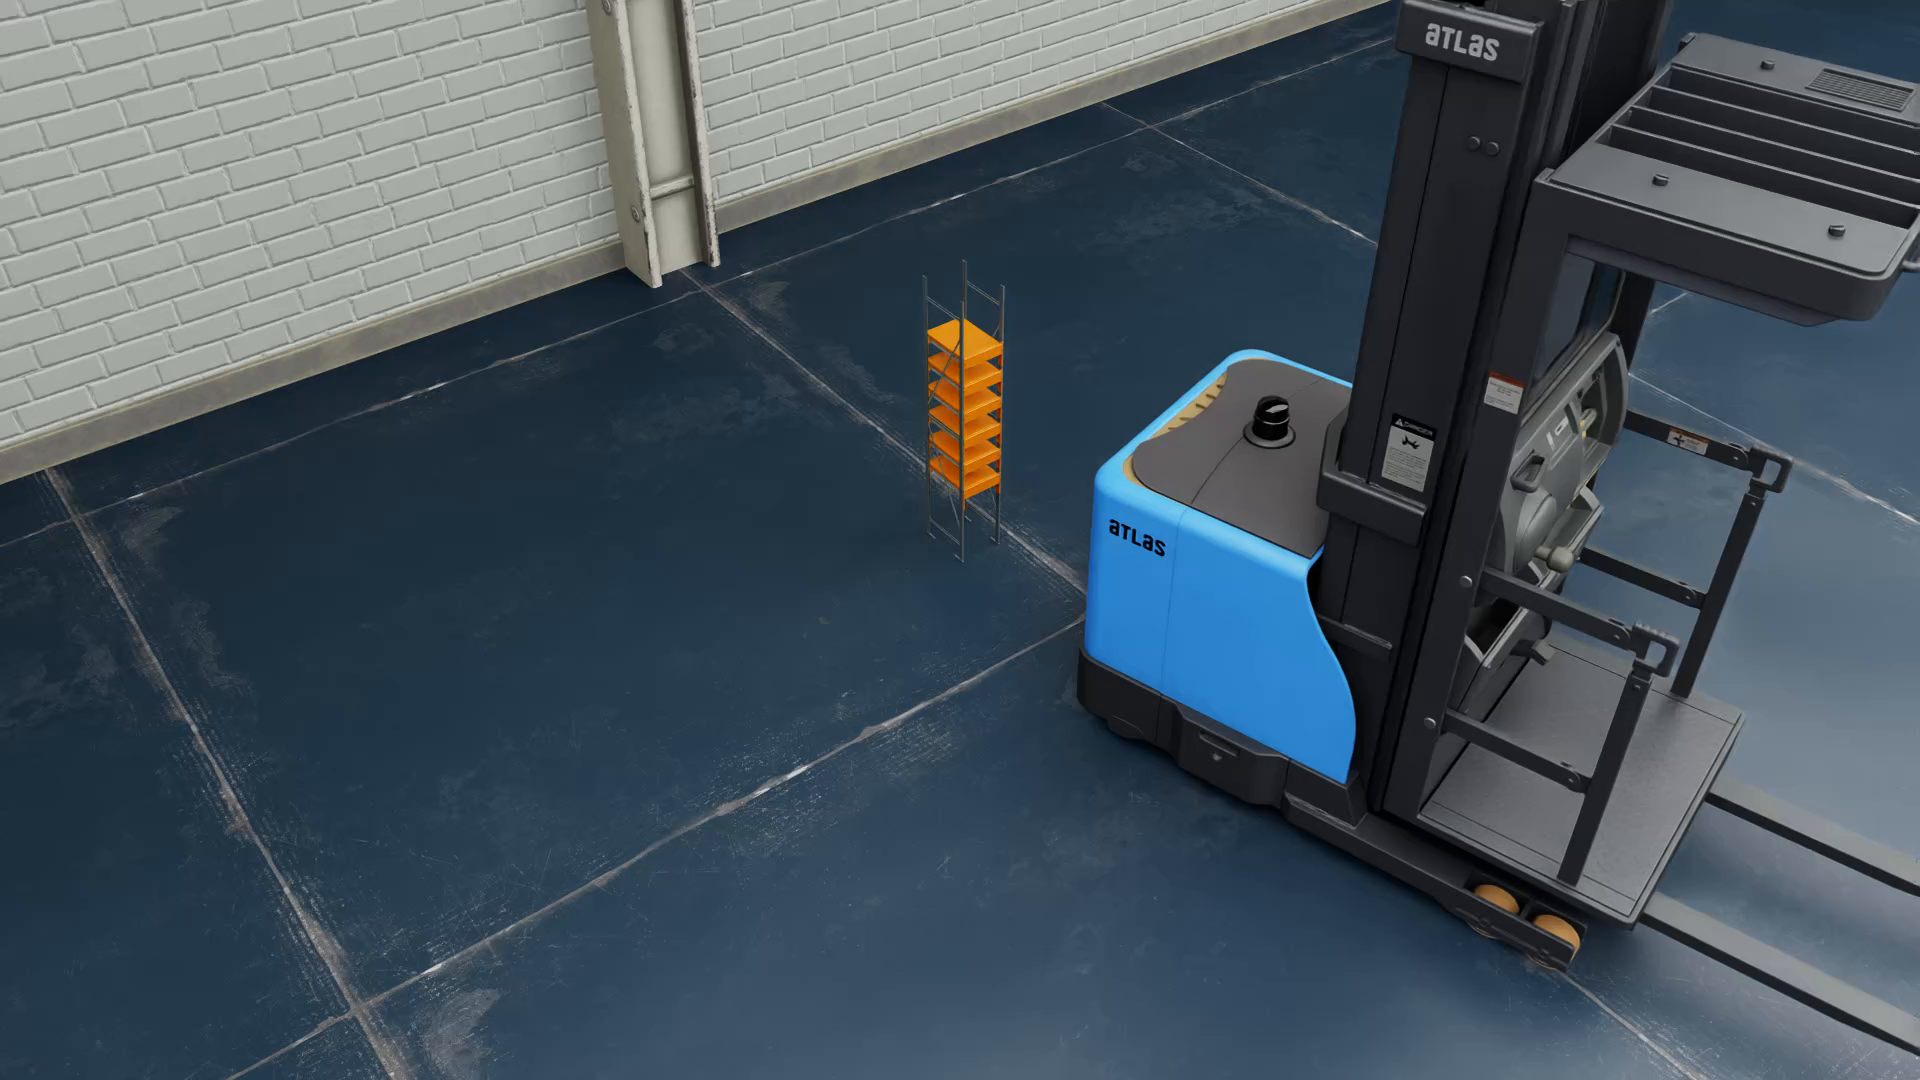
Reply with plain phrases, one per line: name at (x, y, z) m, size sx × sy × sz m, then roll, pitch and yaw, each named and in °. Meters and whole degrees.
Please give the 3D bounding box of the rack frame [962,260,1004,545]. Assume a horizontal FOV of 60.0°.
rack frame at (0.084, -0.505, 6.419) m, size 0.006 × 1.200 × 0.240 m, roll -26°, pitch 46°, yaw -28°

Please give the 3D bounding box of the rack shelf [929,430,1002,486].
rack shelf at (0.011, -0.342, 6.481) m, size 0.180 × 0.103 × 0.258 m, roll -26°, pitch 46°, yaw -28°

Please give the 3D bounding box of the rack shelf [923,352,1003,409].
rack shelf at (0.011, -0.621, 6.252) m, size 0.180 × 0.103 × 0.258 m, roll -26°, pitch 46°, yaw -28°

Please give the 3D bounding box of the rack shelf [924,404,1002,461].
rack shelf at (0.011, -0.435, 6.404) m, size 0.180 × 0.103 × 0.258 m, roll -26°, pitch 46°, yaw -28°

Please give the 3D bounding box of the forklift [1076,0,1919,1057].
forklift at (1.898, -0.196, 4.677) m, size 3.031 × 2.935 × 1.130 m, roll 26°, pitch 46°, yaw 28°

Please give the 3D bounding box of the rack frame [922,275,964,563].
rack frame at (-0.061, -0.434, 6.333) m, size 0.006 × 1.200 × 0.240 m, roll -26°, pitch 46°, yaw -28°

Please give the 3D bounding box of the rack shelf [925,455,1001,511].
rack shelf at (0.011, -0.250, 6.557) m, size 0.180 × 0.103 × 0.258 m, roll -26°, pitch 46°, yaw -28°

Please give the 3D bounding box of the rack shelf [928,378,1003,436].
rack shelf at (0.011, -0.528, 6.328) m, size 0.180 × 0.103 × 0.258 m, roll -26°, pitch 46°, yaw -28°

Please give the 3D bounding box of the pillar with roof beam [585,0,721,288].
pillar with roof beam at (1.158, -2.720, 2.970) m, size 0.400 × 9.000 × 9.100 m, roll -26°, pitch 46°, yaw -28°

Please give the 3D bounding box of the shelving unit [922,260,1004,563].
shelving unit at (0.011, -0.469, 6.376) m, size 0.189 × 1.200 × 0.258 m, roll -26°, pitch 46°, yaw -28°

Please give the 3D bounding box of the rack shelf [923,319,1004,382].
rack shelf at (0.011, -0.713, 6.176) m, size 0.180 × 0.103 × 0.258 m, roll -26°, pitch 46°, yaw -28°
